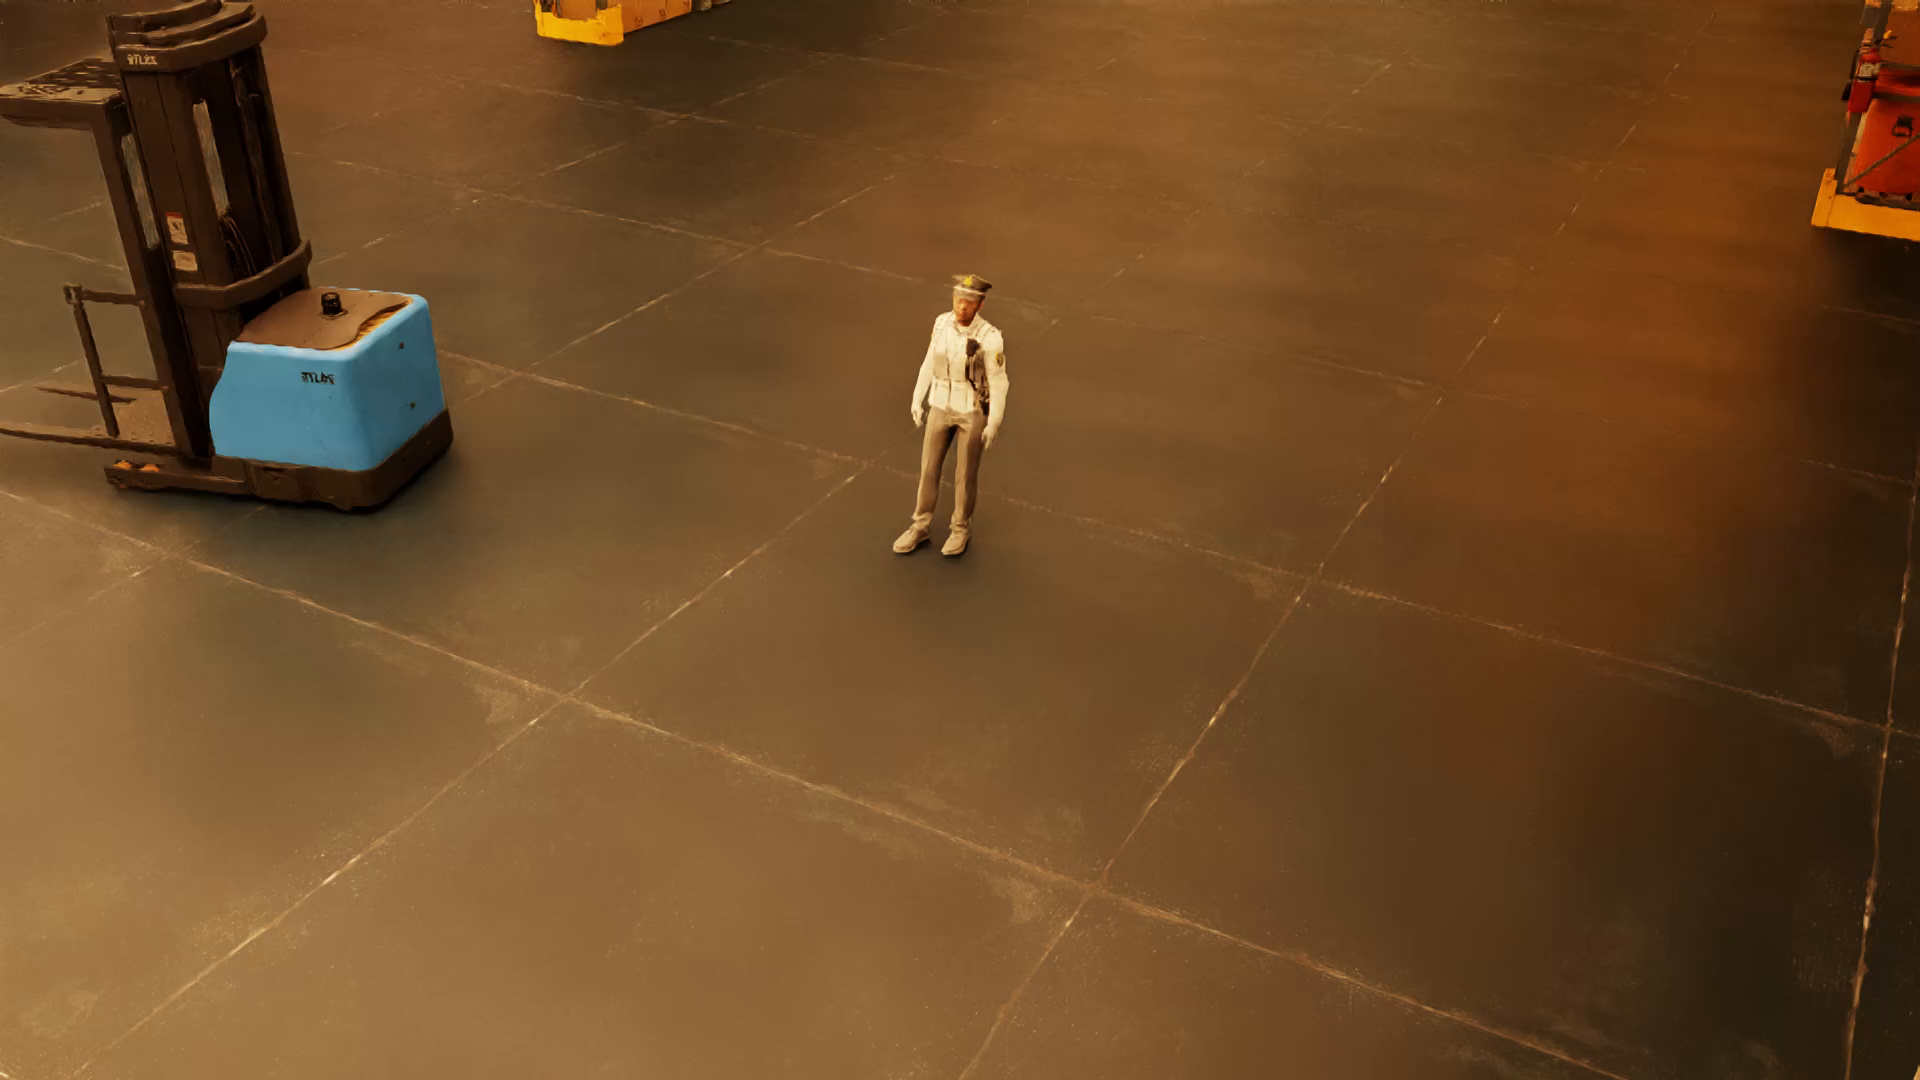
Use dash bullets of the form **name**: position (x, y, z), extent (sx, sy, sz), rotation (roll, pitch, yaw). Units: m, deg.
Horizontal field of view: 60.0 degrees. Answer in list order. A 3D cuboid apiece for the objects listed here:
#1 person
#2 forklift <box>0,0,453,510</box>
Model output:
- **person**: position (-0.039, -0.713, 9.527), extent (0.586, 1.695, 0.533), rotation (15, 33, 25)
- **forklift**: position (-4.931, -1.827, 10.237), extent (3.031, 2.935, 1.130), rotation (7, 31, 11)
